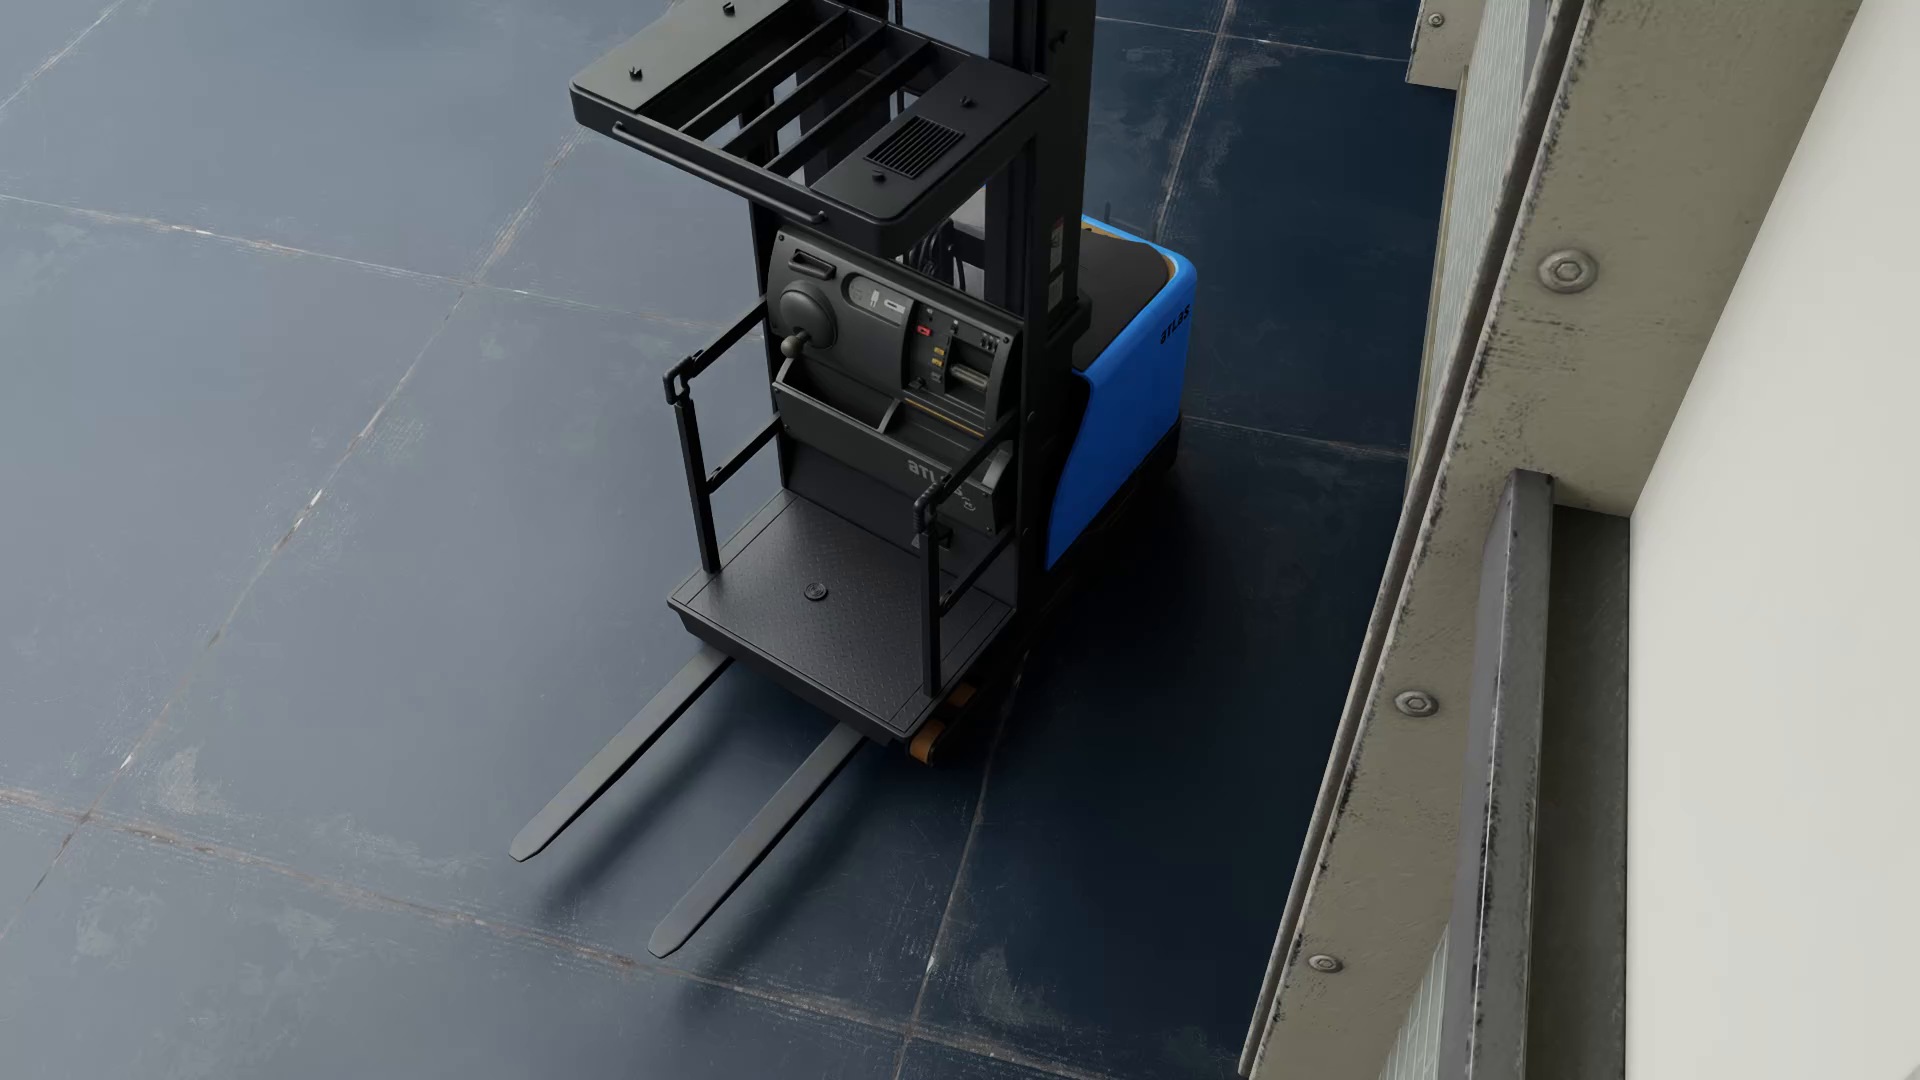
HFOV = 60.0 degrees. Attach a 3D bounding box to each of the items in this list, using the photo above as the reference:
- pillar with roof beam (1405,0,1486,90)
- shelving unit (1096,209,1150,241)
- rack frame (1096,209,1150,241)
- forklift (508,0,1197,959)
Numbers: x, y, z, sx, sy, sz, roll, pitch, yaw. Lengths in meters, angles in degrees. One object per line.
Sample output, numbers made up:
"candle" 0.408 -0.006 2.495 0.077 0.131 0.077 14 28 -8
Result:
"pillar with roof beam" -1.594 -6.365 6.285 9.100 9.000 0.400 12 50 10
"shelving unit" 0.588 -0.909 6.870 0.258 0.900 0.210 27 54 22
"rack frame" 0.646 -0.971 6.926 0.240 0.900 0.006 27 54 22
"forklift" -0.354 -0.585 5.230 1.130 2.935 3.031 27 54 22
